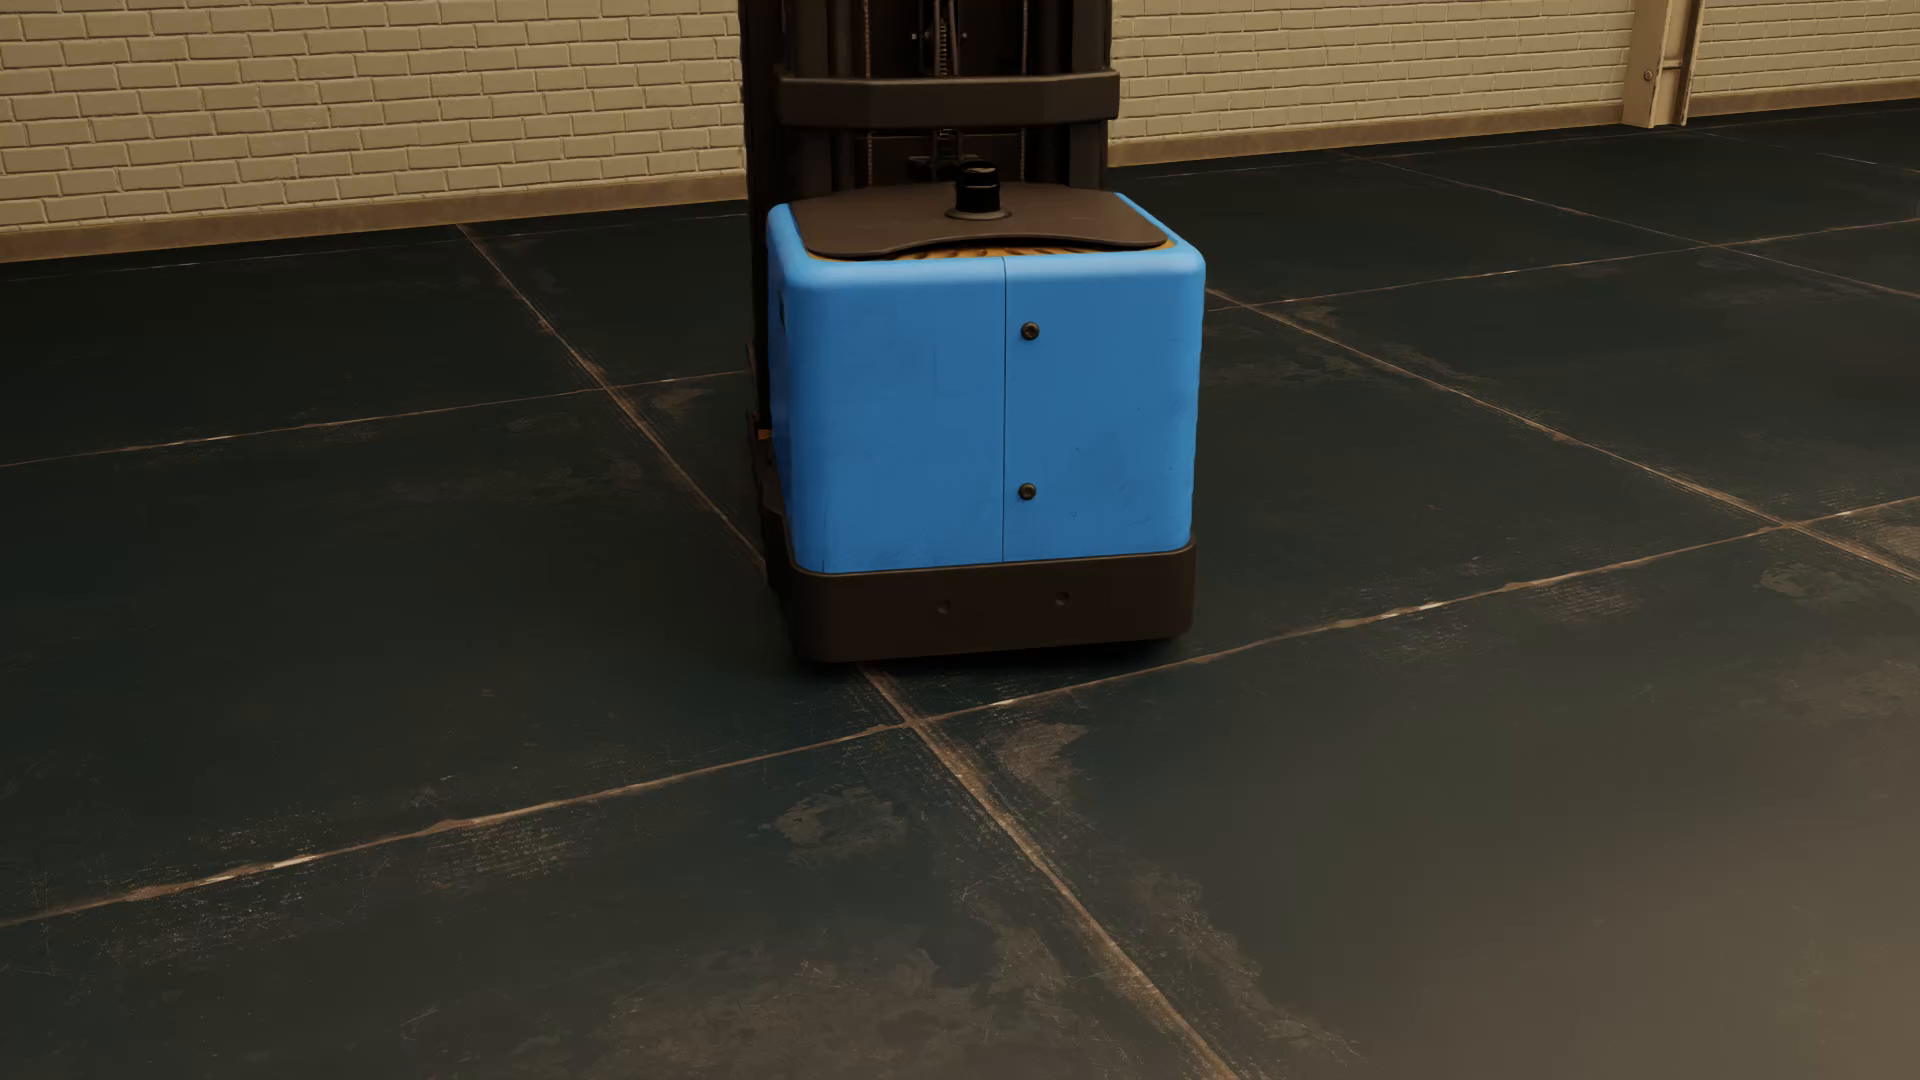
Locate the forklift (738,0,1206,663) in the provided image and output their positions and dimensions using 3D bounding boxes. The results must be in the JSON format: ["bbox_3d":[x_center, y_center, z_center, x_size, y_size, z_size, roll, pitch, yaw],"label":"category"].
[{"bbox_3d":[-0.139,-1.577,5.083,1.130,2.935,3.031,-4,23,-9],"label":"forklift"}]
